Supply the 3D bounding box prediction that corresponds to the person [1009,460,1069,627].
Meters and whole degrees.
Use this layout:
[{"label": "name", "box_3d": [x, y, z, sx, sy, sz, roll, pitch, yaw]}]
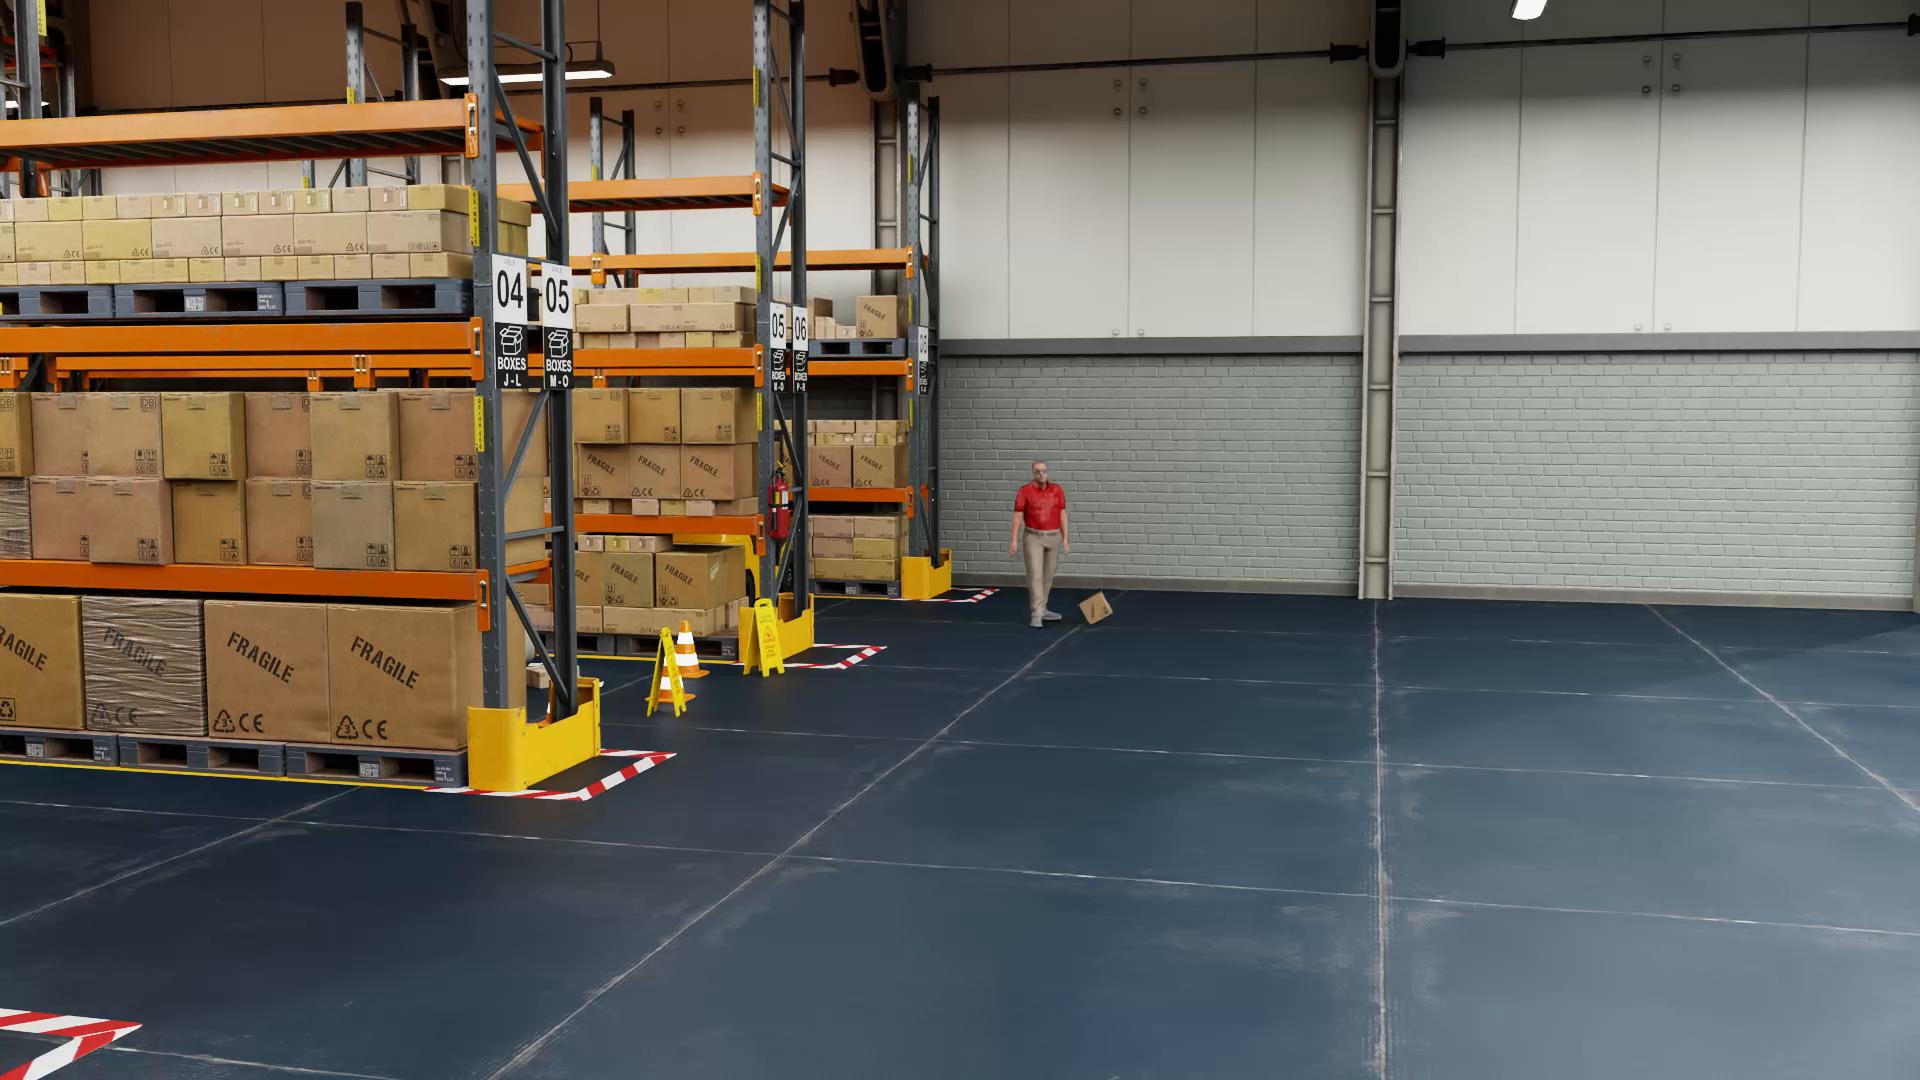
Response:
[{"label": "person", "box_3d": [0.823, 0.024, 17.345, 0.648, 1.718, 0.639, -2, 5, -23]}]
